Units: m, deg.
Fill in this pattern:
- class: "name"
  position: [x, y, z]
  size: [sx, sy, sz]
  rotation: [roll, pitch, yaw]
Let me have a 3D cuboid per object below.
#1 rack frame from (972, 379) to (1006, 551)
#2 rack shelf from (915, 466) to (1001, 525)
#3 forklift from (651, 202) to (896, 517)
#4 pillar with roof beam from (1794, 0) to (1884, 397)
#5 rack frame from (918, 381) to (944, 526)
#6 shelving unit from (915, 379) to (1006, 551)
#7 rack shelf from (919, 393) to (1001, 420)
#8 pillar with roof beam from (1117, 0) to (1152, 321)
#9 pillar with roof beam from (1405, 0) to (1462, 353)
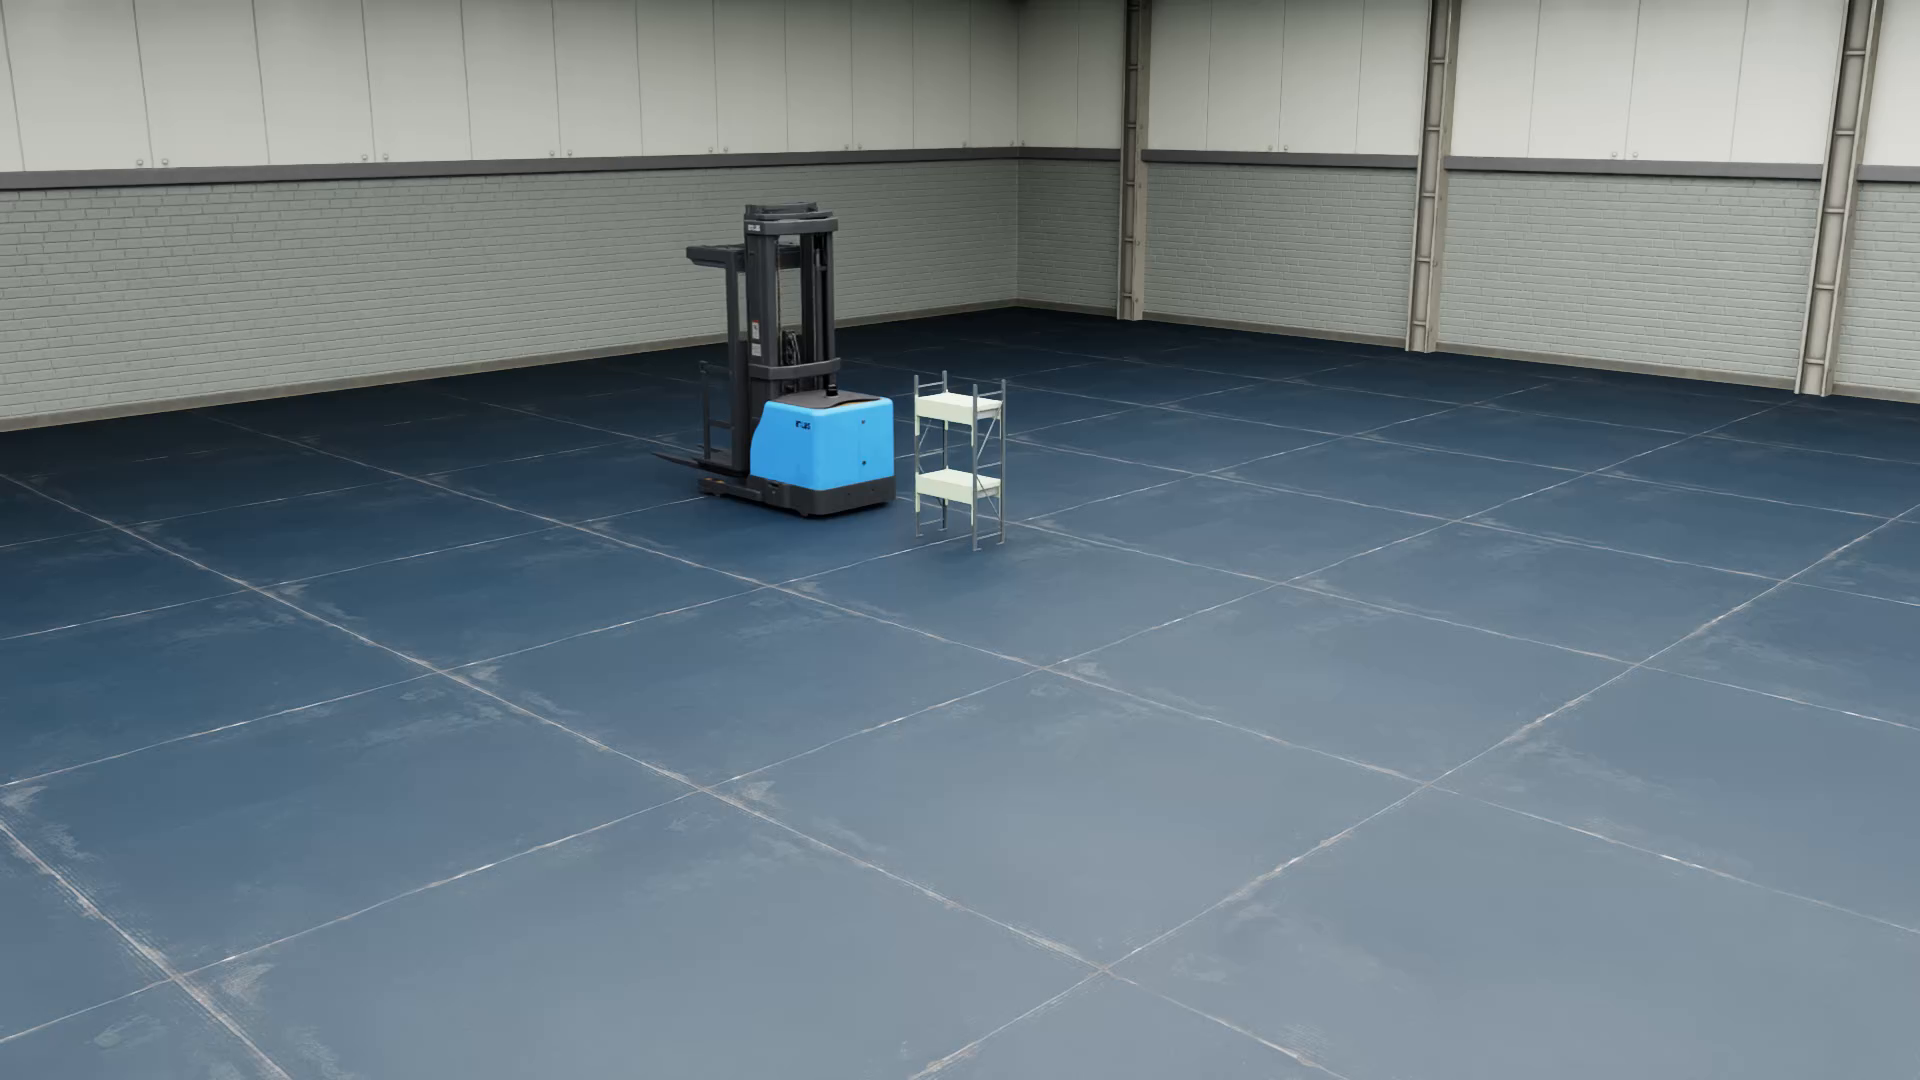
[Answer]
- class: "rack frame"
  position: [0.259, -0.663, 14.820]
  size: [0.023, 1.500, 0.400]
  rotation: [14, 20, 42]
- class: "rack shelf"
  position: [-0.005, -0.411, 15.148]
  size: [0.720, 0.370, 0.431]
  rotation: [14, 20, 42]
- class: "forklift"
  position: [-2.041, -1.940, 16.881]
  size: [3.031, 2.935, 1.130]
  rotation: [14, 20, 43]
- class: "pillar with roof beam"
  position: [8.828, -5.602, 18.902]
  size: [0.400, 9.000, 9.100]
  rotation: [14, 20, 42]
- class: "rack frame"
  position: [-0.269, -0.791, 15.310]
  size: [0.010, 1.308, 0.380]
  rotation: [14, 20, 42]
- class: "shelving unit"
  position: [-0.002, -0.726, 15.063]
  size: [0.748, 1.500, 0.431]
  rotation: [14, 20, 42]
- class: "rack shelf"
  position: [-0.005, -1.199, 14.942]
  size: [0.686, 0.124, 0.368]
  rotation: [14, 20, 42]
- class: "pillar with roof beam"
  position: [0.190, -7.702, 26.962]
  size: [0.400, 9.000, 9.100]
  rotation: [14, 20, 42]
- class: "pillar with roof beam"
  position: [4.509, -6.652, 22.932]
  size: [0.400, 9.000, 9.100]
  rotation: [14, 20, 42]
